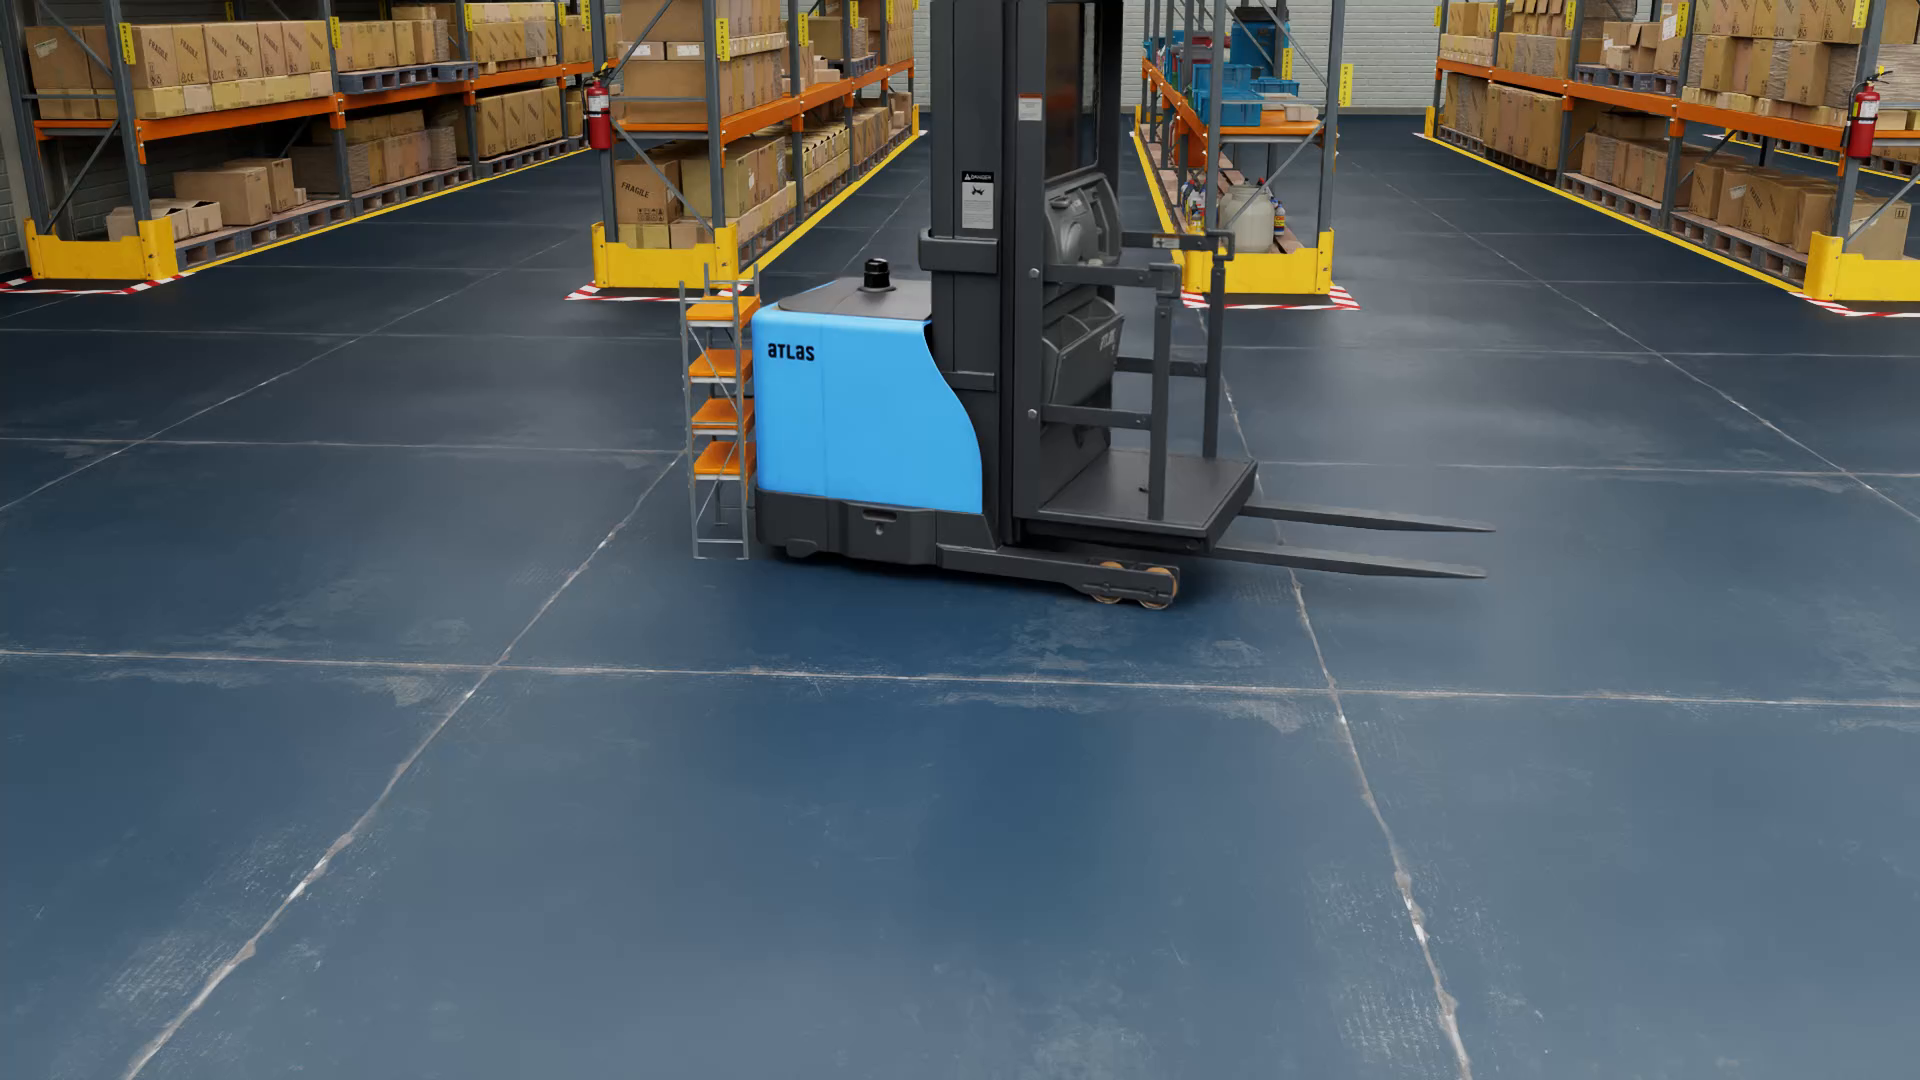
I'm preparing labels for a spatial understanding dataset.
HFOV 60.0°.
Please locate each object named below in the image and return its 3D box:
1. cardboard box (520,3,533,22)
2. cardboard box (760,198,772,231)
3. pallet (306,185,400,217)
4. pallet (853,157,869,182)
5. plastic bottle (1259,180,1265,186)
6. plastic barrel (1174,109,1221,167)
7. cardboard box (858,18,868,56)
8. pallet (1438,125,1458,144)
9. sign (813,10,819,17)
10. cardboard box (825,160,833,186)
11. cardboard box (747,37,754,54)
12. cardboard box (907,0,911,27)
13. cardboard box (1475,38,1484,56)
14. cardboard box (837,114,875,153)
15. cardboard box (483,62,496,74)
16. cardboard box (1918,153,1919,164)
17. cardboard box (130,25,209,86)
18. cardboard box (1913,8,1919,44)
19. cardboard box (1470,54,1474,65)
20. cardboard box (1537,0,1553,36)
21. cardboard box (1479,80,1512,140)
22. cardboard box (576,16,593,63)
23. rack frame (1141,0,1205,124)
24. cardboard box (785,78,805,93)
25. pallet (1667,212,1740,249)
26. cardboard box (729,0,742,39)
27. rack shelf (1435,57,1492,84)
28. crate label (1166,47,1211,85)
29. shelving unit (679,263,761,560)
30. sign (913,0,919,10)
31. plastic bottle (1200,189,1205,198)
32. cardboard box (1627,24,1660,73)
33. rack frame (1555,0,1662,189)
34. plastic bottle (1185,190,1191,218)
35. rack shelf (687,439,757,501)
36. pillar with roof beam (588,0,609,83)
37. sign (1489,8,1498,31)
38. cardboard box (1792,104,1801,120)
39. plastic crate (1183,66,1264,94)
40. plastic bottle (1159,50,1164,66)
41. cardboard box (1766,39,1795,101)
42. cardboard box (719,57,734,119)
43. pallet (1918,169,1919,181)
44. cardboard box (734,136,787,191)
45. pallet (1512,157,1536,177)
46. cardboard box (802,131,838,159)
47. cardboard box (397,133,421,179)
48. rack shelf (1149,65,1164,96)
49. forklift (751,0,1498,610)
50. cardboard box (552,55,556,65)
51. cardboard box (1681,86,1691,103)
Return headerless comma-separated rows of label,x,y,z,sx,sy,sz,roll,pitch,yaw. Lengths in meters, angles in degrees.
cardboard box,-6.397,-7.500,23.620,0.500,0.250,0.500,2,18,5
cardboard box,-2.086,-3.097,15.799,0.500,0.250,0.500,1,18,4
pallet,-7.055,-3.845,18.819,1.003,0.211,1.213,1,18,4
pallet,-1.790,-4.967,22.243,1.003,0.211,1.213,1,18,4
plastic bottle,2.999,-3.392,16.504,0.144,0.351,0.185,0,18,1
plastic barrel,3.077,-5.270,21.500,0.600,0.830,0.708,1,18,4
cardboard box,-1.660,-7.001,23.136,0.700,0.500,0.500,-3,18,-10
pallet,8.593,-6.748,27.679,1.003,0.211,1.213,1,18,4
sign,-2.137,-7.725,24.790,0.100,0.325,0.005,1,18,4
cardboard box,-1.783,-4.309,19.499,0.500,0.250,0.500,2,18,5
cardboard box,-2.101,-4.527,15.219,0.380,0.149,0.250,1,18,4
cardboard box,-1.101,-8.767,27.596,0.500,0.500,0.500,2,18,5
cardboard box,8.090,-7.455,25.121,0.500,0.250,0.500,2,18,6
cardboard box,-1.459,-5.698,23.303,0.500,0.500,0.500,1,18,2
cardboard box,-6.438,-6.317,22.255,0.380,0.149,0.250,2,18,6
cardboard box,12.766,-5.080,21.449,0.500,0.500,0.500,2,18,6
cardboard box,-7.017,-4.276,14.659,0.500,0.500,0.500,1,18,4
cardboard box,7.737,-4.183,13.128,0.500,0.500,0.500,1,18,4
cardboard box,8.054,-7.384,25.543,0.380,0.149,0.250,2,18,5
cardboard box,8.158,-7.001,22.199,0.797,0.503,0.637,2,18,6
cardboard box,8.413,-6.474,25.103,0.875,0.875,0.875,1,18,4
cardboard box,-6.423,-7.950,26.387,0.980,0.700,0.700,1,18,3
rack frame,3.632,-8.434,28.346,1.000,3.000,0.127,1,18,4
cardboard box,-1.901,-4.970,18.178,0.380,0.149,0.250,1,18,4
pallet,7.699,-3.062,16.430,1.003,0.211,1.213,1,18,4
cardboard box,-2.338,-4.722,14.772,0.700,0.500,0.500,1,18,4
rack shelf,8.429,-7.361,26.225,1.077,0.370,4.000,1,18,4
crate label,2.718,-5.664,19.834,0.502,0.435,0.616,1,18,4
shelving unit,-1.015,-0.563,7.214,0.258,1.200,0.503,1,18,3
sign,-0.756,-9.228,28.401,0.100,0.325,0.005,1,18,4
plastic bottle,2.410,-3.331,16.446,0.097,0.271,0.097,0,18,0
cardboard box,7.744,-5.386,18.202,0.797,0.503,0.637,3,18,10
rack frame,7.999,-5.839,20.426,1.000,3.000,0.127,1,18,4
plastic bottle,2.233,-3.275,16.257,0.061,0.283,0.133,2,18,6
rack shelf,-1.015,-0.310,7.297,0.258,0.148,0.480,1,18,3
pillar with roof beam,-2.625,-12.268,30.411,9.100,9.000,0.400,1,18,4
sign,7.732,-7.542,24.106,0.100,0.325,0.005,1,18,4
cardboard box,7.318,-3.639,14.114,0.380,0.149,0.250,1,18,4
plastic crate,2.608,-4.518,16.494,0.767,0.338,0.504,1,18,4
plastic bottle,2.866,-6.710,23.283,0.152,0.276,0.135,1,18,4
cardboard box,7.487,-4.026,14.254,0.875,0.500,0.500,1,18,4
cardboard box,-2.376,-3.932,14.446,0.700,0.500,0.500,2,18,5
pallet,12.996,-4.615,21.167,1.003,0.211,1.213,1,18,4
cardboard box,-2.031,-3.764,16.631,0.500,0.500,0.500,1,18,4
pallet,8.221,-5.135,22.755,1.003,0.211,1.213,1,18,4
cardboard box,-1.743,-4.734,19.895,0.500,0.311,0.500,1,18,4
cardboard box,-6.983,-4.655,20.120,0.700,0.500,0.500,1,18,4
rack shelf,3.202,-6.229,22.771,1.077,0.370,4.000,1,18,4
forklift,0.689,-1.303,6.692,3.031,2.935,1.130,7,19,19
cardboard box,-6.278,-7.192,24.926,0.380,0.149,0.250,1,18,4
cardboard box,7.397,-4.417,16.490,0.380,0.149,0.250,1,18,4
